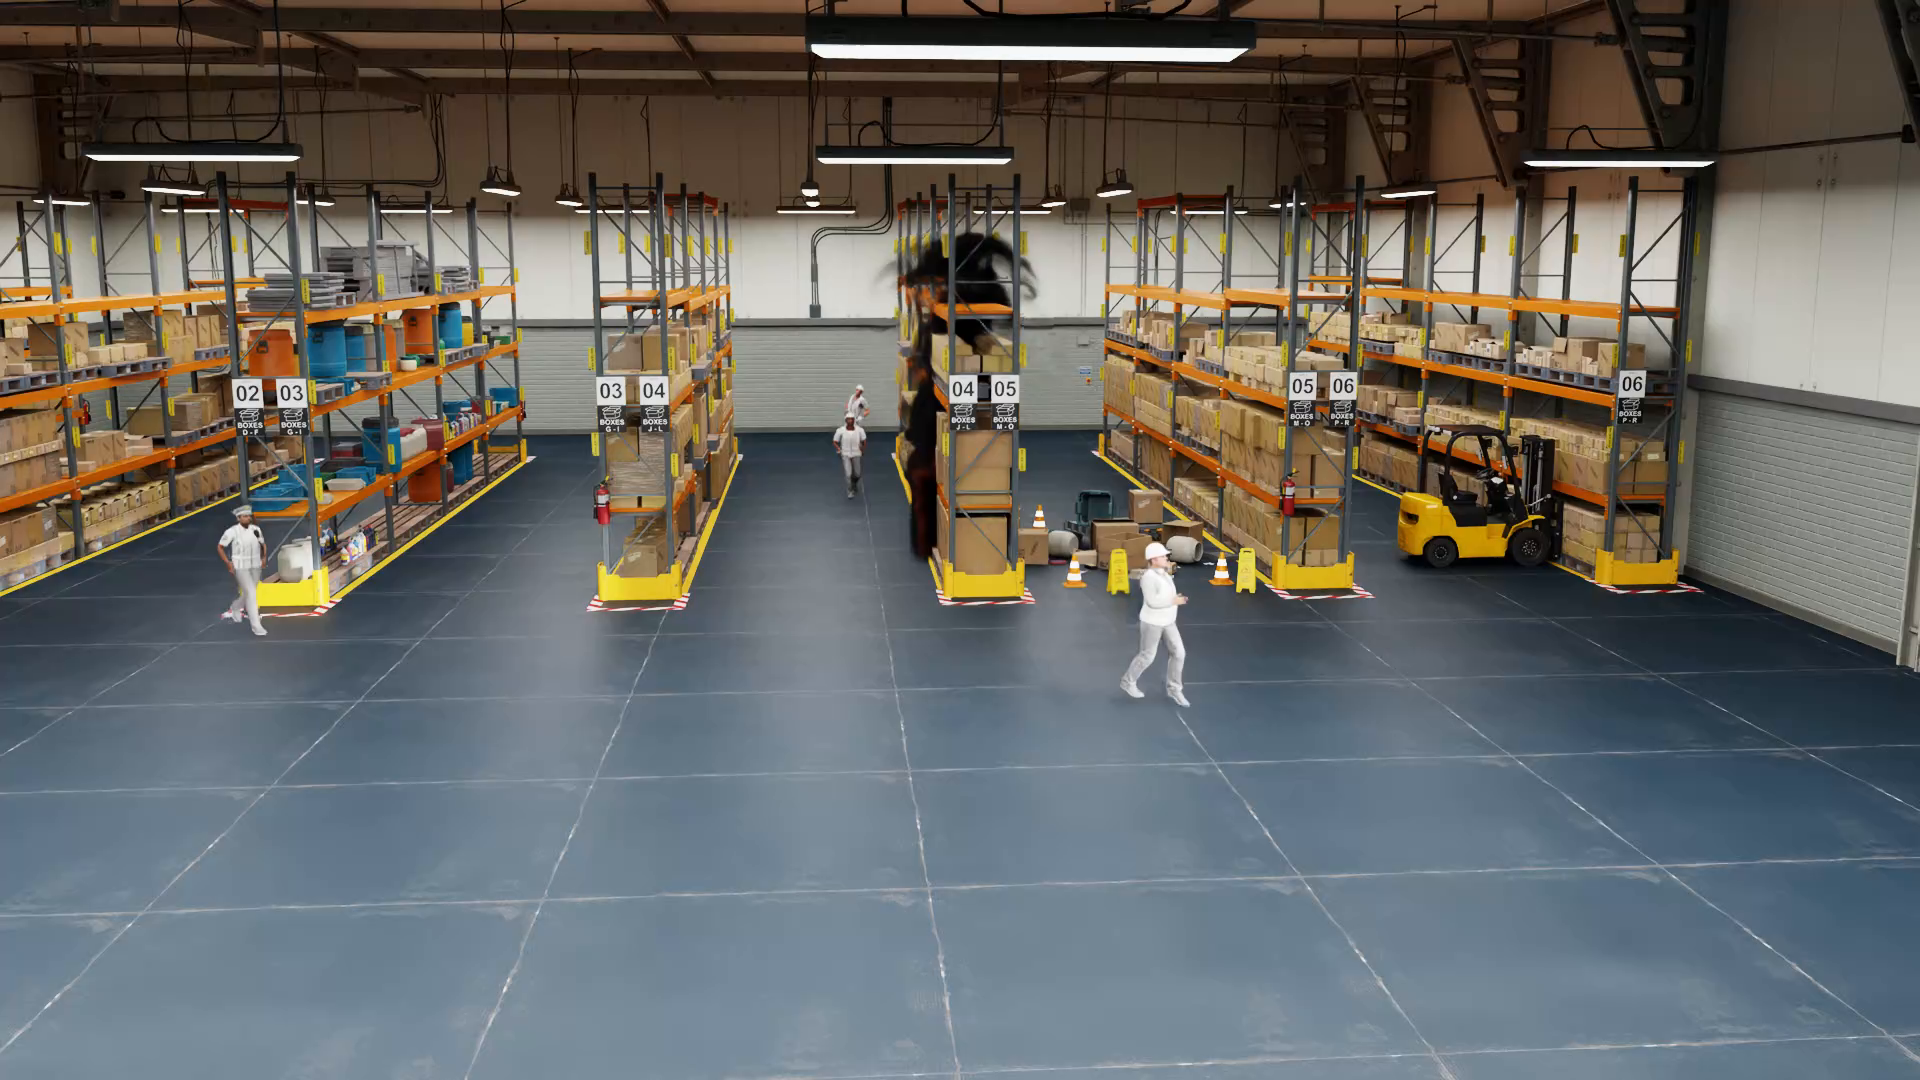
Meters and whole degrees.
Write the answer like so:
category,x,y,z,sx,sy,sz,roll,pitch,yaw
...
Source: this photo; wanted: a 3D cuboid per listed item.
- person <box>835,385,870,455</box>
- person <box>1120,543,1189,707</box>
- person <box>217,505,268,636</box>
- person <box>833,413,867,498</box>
category,x,y,z,sx,sy,sz,roll,pitch,yaw
person,-2.621,-2.896,40.272,0.822,1.689,0.796,-8,13,-37
person,2.156,0.930,18.300,0.789,1.830,0.628,7,12,34
person,-9.365,0.368,21.801,0.859,1.686,0.600,7,12,34
person,-2.195,-1.699,33.373,0.696,1.717,0.605,-2,10,-10
